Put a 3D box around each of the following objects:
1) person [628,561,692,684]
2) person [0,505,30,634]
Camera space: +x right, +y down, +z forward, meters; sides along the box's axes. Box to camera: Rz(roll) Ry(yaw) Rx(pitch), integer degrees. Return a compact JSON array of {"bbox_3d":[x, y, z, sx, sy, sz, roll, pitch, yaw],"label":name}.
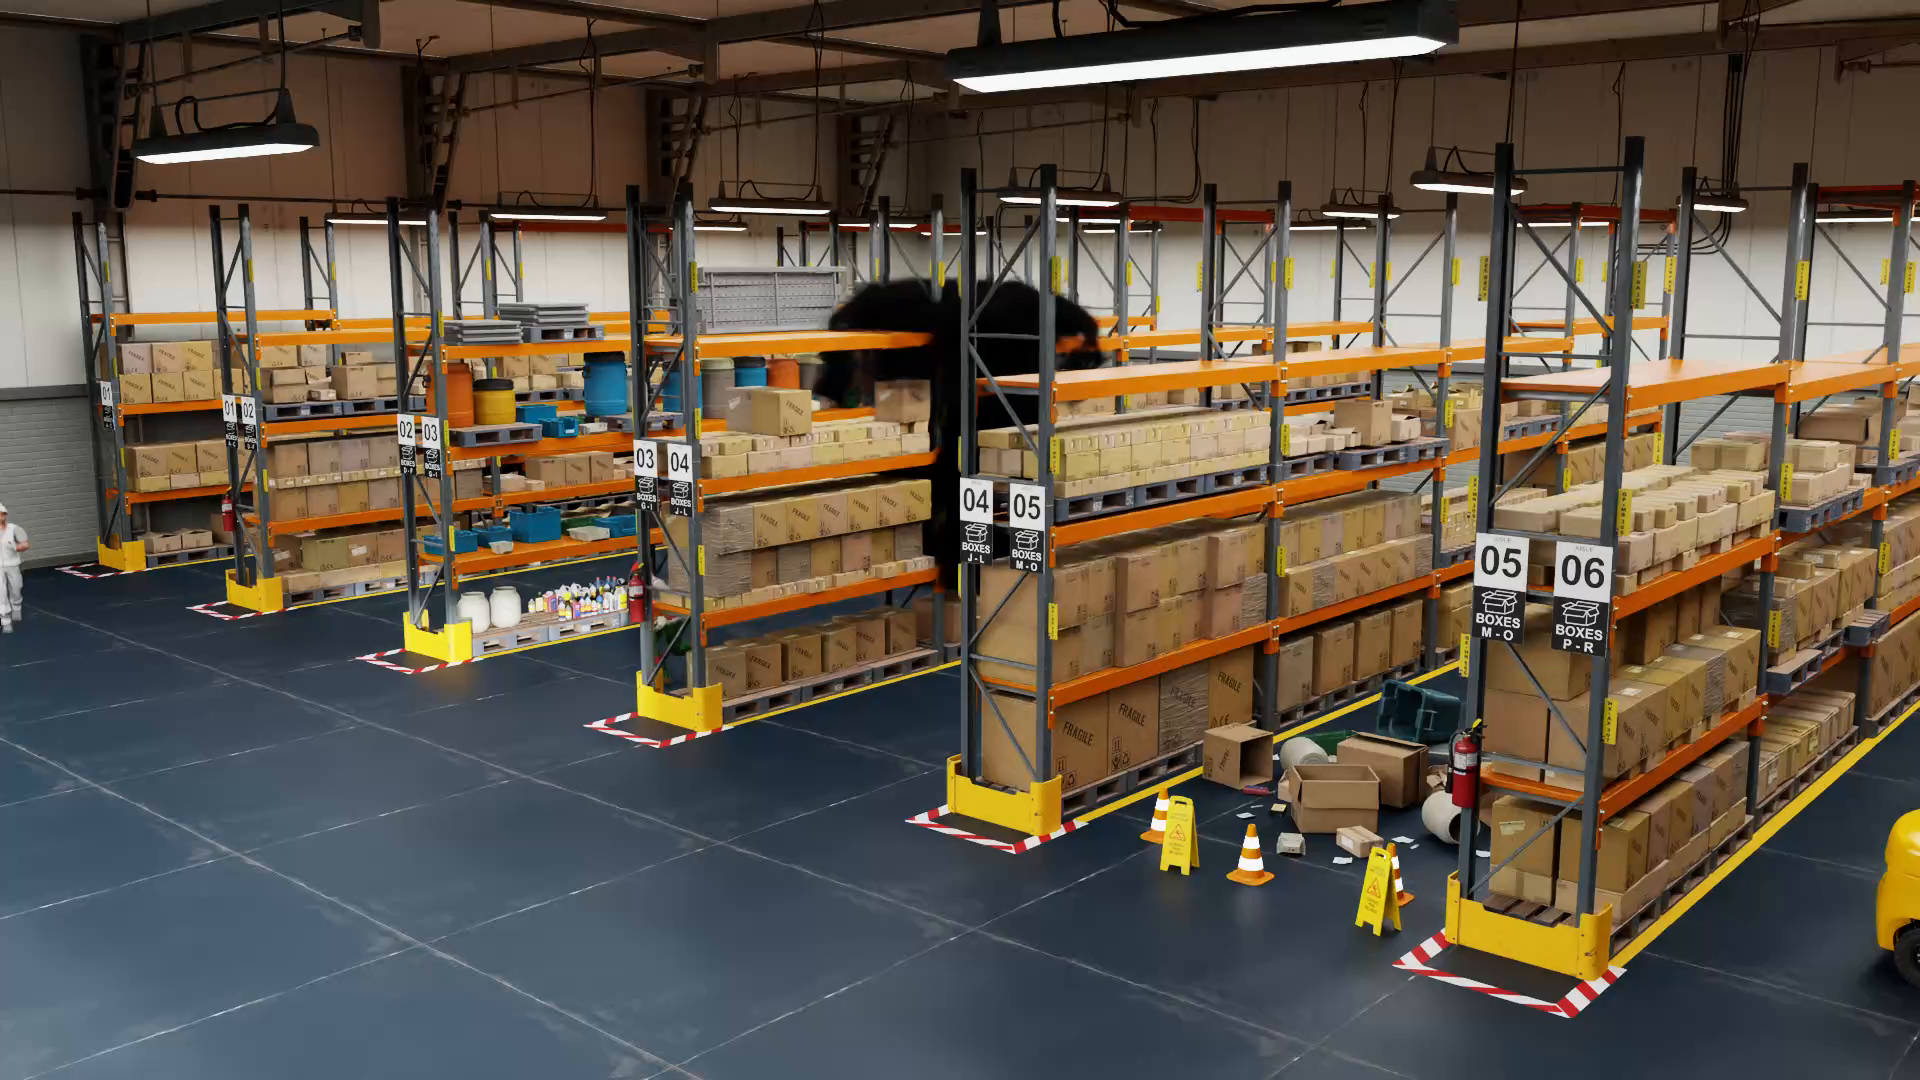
[{"bbox_3d":[-3.585,1.002,20.548,1.131,1.616,0.659,-9,13,-43],"label":"person"},{"bbox_3d":[-13.456,0.373,23.437,0.662,1.771,0.999,-5,10,-25],"label":"person"}]
